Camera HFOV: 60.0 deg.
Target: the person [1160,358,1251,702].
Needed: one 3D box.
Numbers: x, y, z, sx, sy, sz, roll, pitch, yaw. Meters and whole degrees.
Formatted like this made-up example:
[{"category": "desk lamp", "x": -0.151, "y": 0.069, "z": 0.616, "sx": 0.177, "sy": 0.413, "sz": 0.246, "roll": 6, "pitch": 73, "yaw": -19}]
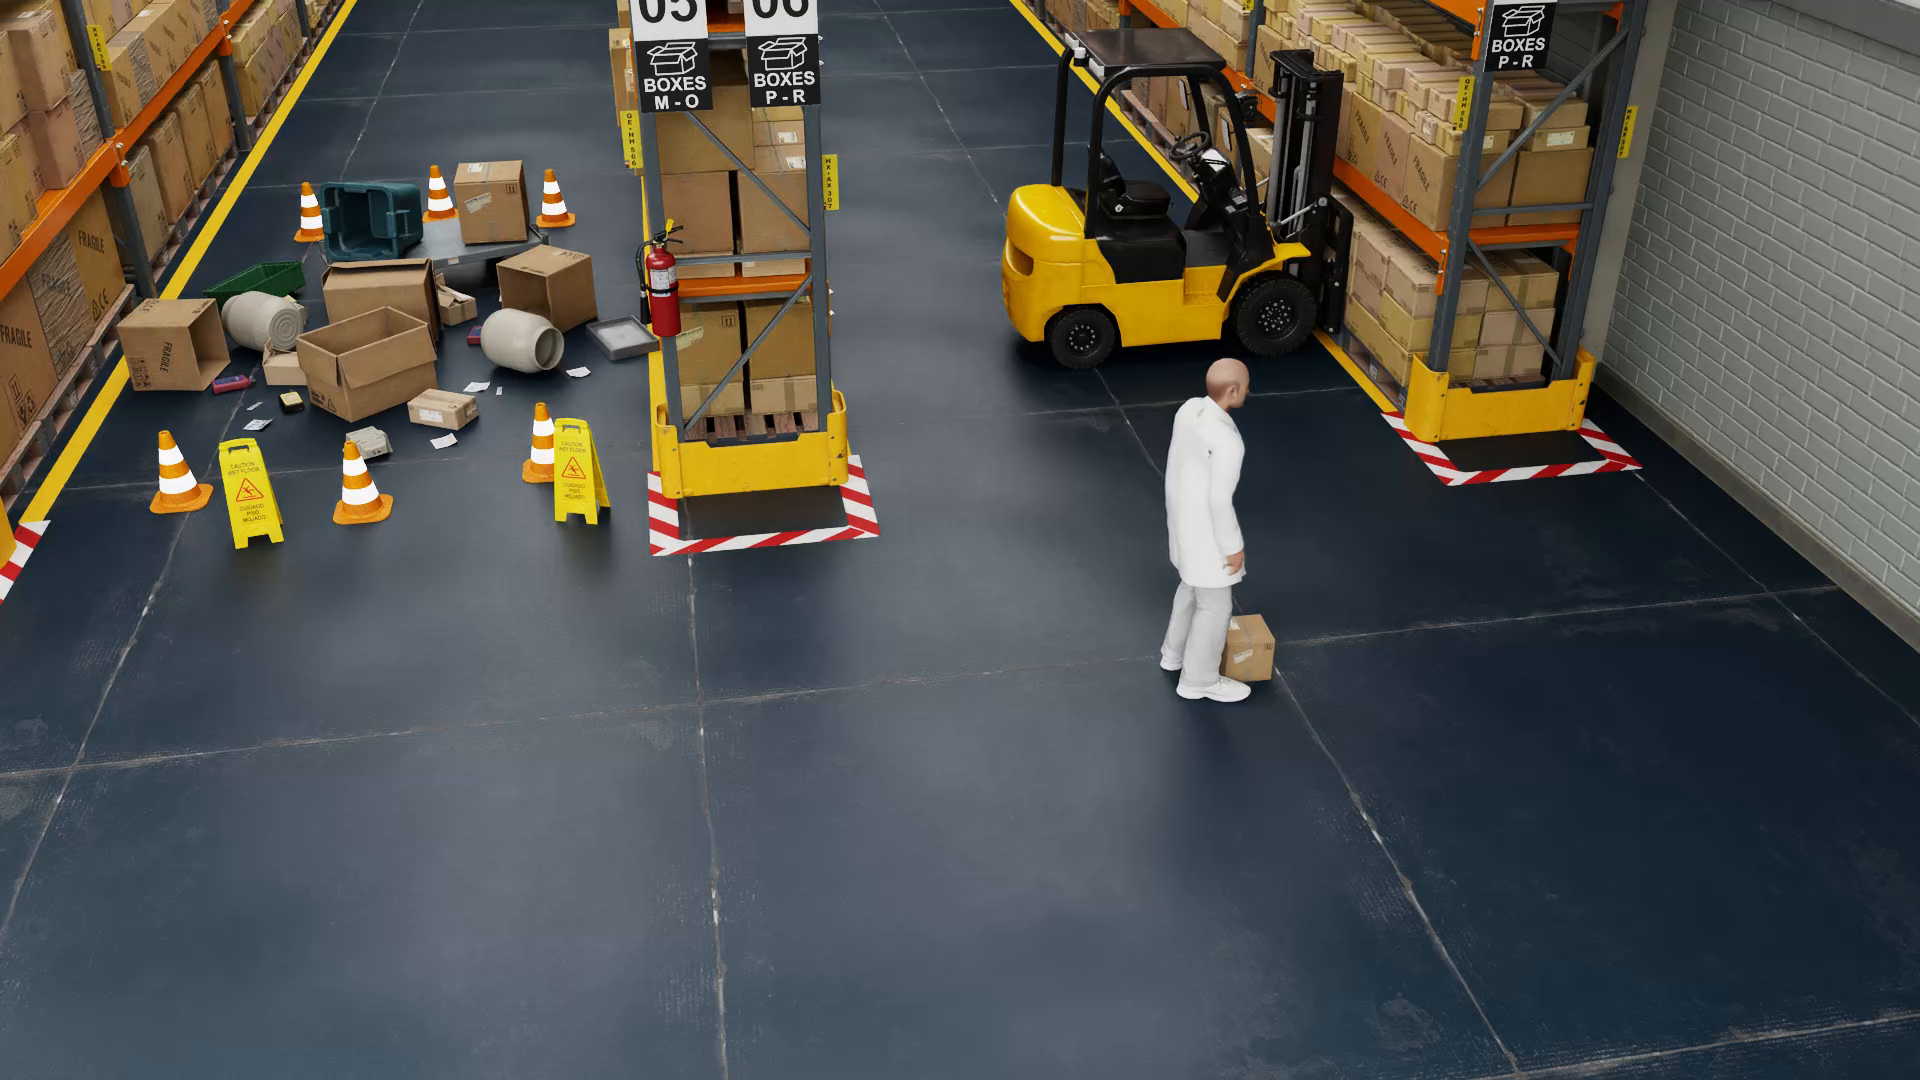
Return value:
[{"category": "person", "x": 1.232, "y": -0.071, "z": 8.279, "sx": 0.423, "sy": 1.774, "sz": 0.653, "roll": -7, "pitch": 31, "yaw": -12}]
